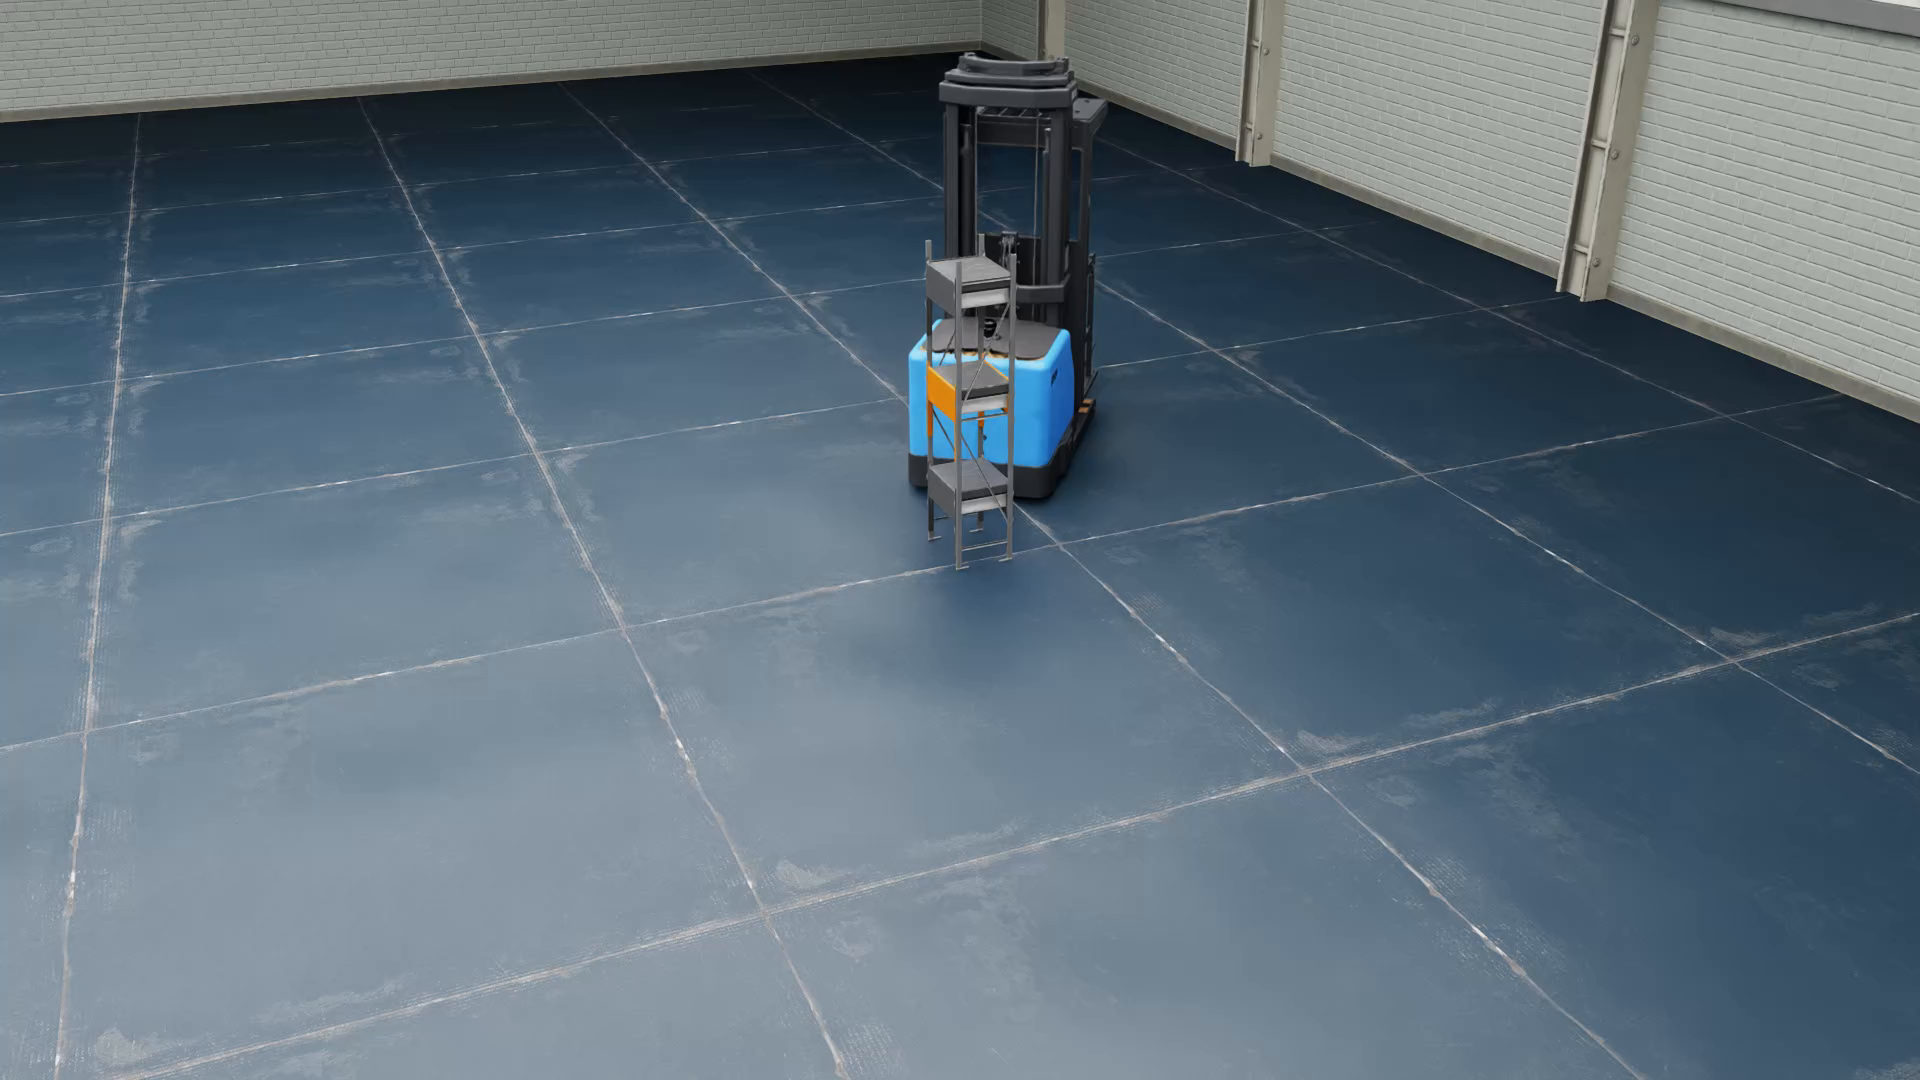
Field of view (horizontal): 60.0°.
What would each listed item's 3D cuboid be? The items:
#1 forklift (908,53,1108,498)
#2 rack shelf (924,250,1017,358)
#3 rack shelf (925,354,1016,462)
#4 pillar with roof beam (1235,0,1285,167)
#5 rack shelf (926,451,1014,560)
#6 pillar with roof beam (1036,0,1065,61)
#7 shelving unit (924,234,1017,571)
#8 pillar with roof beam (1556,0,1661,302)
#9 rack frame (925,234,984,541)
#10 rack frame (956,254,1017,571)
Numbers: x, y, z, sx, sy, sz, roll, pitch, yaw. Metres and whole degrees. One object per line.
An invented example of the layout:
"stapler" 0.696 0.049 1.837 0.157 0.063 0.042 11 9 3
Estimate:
"forklift" 0.477 -2.239 12.642 1.130 2.935 3.031 6 27 13
"rack shelf" 0.065 -1.493 10.497 0.431 0.518 0.480 -11 28 -21
"rack shelf" 0.065 -0.864 10.805 0.431 0.518 0.480 -11 28 -21
"pillar with roof beam" -0.202 -8.141 17.813 9.100 9.000 0.400 -11 28 -21
"rack shelf" 0.065 -0.235 11.112 0.431 0.518 0.480 -11 28 -21
"pillar with roof beam" -2.551 -10.563 22.774 9.100 9.000 0.400 -11 28 -21
"shelving unit" 0.065 -0.877 10.799 0.431 2.100 0.503 -11 28 -21
"pillar with roof beam" 2.148 -5.719 12.852 9.100 9.000 0.400 -11 28 -21
"rack frame" -0.031 -0.975 11.000 0.400 2.100 0.015 -11 28 -21
"rack frame" 0.160 -0.778 10.597 0.400 2.100 0.015 -11 28 -21
